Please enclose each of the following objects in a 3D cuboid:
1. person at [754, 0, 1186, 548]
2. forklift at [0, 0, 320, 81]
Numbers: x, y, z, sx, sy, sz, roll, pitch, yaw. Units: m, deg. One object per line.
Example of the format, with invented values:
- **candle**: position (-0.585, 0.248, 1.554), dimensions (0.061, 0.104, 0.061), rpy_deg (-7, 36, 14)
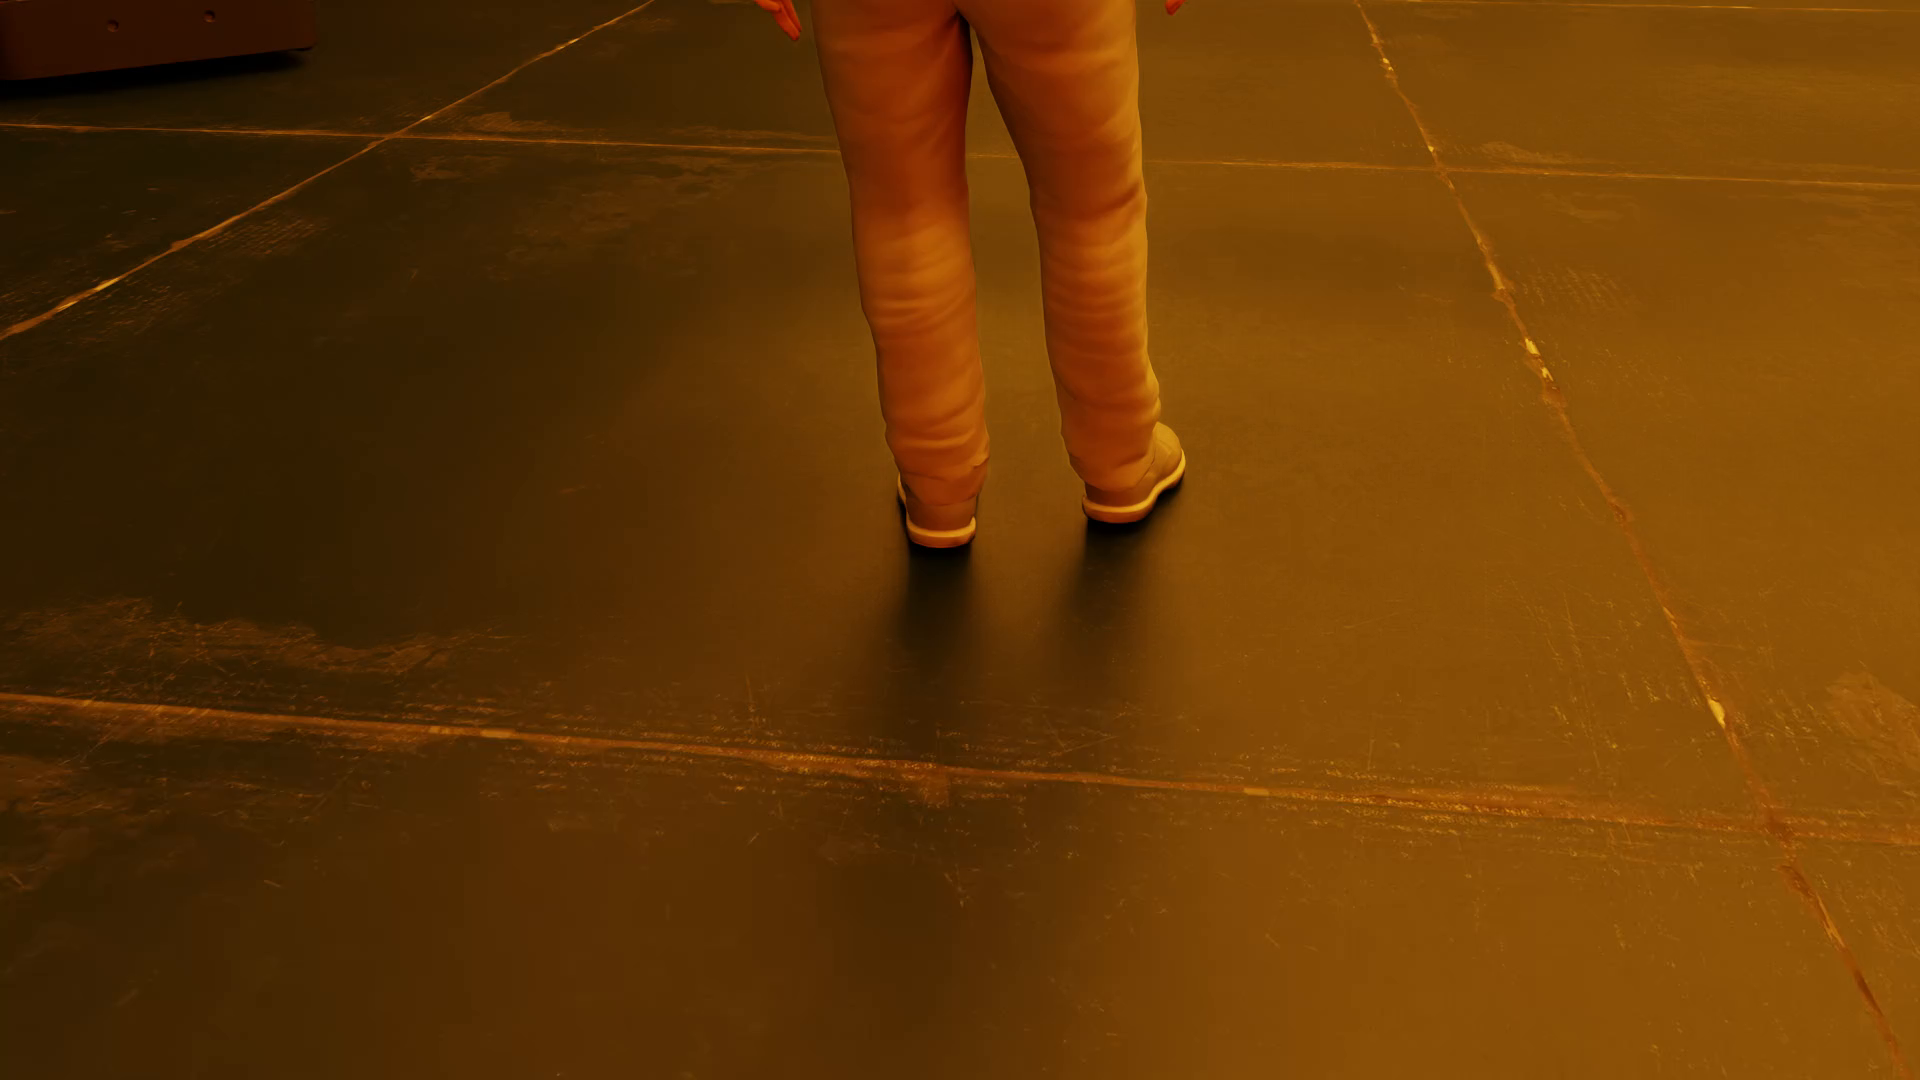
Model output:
- **person**: position (0.022, -0.837, 2.168), dimensions (0.641, 1.777, 0.572), rpy_deg (3, 27, 7)
- **forklift**: position (-3.553, -3.349, 5.929), dimensions (1.130, 2.935, 3.031), rpy_deg (-20, 33, -34)
